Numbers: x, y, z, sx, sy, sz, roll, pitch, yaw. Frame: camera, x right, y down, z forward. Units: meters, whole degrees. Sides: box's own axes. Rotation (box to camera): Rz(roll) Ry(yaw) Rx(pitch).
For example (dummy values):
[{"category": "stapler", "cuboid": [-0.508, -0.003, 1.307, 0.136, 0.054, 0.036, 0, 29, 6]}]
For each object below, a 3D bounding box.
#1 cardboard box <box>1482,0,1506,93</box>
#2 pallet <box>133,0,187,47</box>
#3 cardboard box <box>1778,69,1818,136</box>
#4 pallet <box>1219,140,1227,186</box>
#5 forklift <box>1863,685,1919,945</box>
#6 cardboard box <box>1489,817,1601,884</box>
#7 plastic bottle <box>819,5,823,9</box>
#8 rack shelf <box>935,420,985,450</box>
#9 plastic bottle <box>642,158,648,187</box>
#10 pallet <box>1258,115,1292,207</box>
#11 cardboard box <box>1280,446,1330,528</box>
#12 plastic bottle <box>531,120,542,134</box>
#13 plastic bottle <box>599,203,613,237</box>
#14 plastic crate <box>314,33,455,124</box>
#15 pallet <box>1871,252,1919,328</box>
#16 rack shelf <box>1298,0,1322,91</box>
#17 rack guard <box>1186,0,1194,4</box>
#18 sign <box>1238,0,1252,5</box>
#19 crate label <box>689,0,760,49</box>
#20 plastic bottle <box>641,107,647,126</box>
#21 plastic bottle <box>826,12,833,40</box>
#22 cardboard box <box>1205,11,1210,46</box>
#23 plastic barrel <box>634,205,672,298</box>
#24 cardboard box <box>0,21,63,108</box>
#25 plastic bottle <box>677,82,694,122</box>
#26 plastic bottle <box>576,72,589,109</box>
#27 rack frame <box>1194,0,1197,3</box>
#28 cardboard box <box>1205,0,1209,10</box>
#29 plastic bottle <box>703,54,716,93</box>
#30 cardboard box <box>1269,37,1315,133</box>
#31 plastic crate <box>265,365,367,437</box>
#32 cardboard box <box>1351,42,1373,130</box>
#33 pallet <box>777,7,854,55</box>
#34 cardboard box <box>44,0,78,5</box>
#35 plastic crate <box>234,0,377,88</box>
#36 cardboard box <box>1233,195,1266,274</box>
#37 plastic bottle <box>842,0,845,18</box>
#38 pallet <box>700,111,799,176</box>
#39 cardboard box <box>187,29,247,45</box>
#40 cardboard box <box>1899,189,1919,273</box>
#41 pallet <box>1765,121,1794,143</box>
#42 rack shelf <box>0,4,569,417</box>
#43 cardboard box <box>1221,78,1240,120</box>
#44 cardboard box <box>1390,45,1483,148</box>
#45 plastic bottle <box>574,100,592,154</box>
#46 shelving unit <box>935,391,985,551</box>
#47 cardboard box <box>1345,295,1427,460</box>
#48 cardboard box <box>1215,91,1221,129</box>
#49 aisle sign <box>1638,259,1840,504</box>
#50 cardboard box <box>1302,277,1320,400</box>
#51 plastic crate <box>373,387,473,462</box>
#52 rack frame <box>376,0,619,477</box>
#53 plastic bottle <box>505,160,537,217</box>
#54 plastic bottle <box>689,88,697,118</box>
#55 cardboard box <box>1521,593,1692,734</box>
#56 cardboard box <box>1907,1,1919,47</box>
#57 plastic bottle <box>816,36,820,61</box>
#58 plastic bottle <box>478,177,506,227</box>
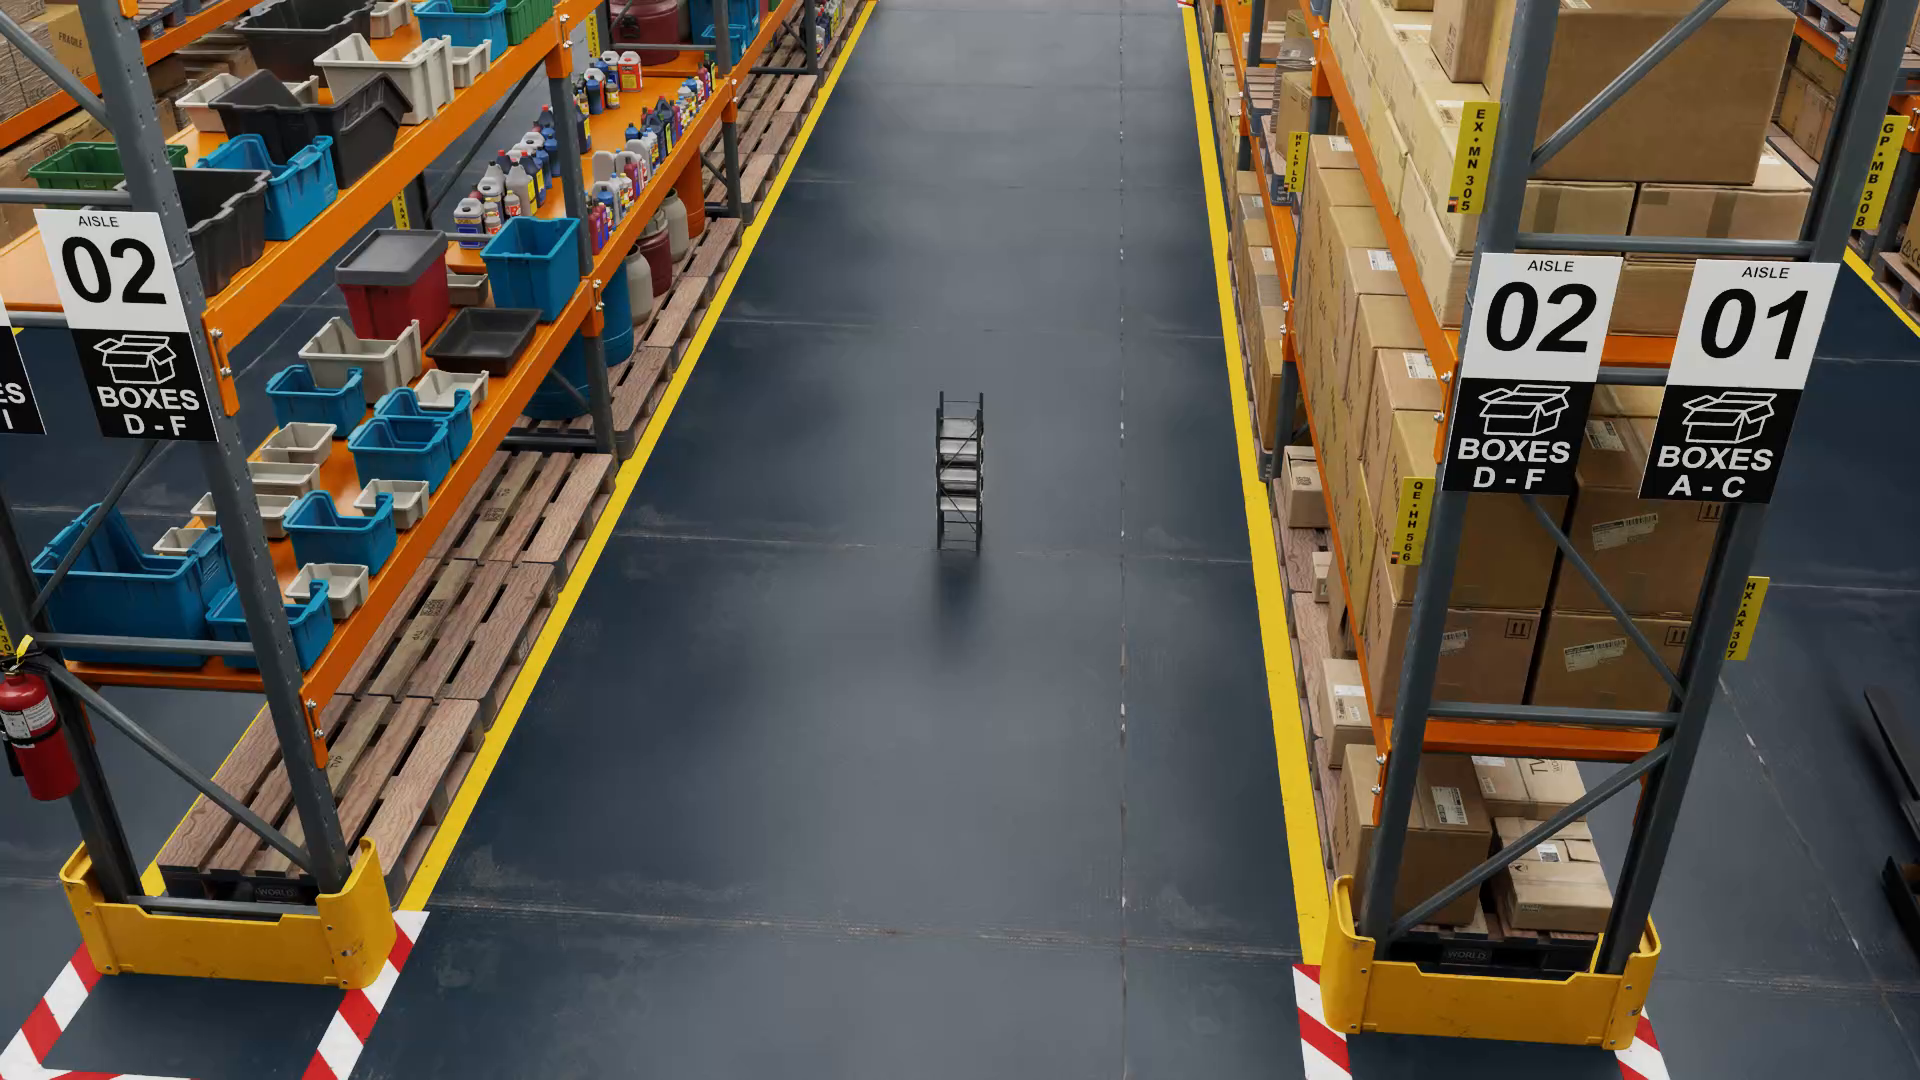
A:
[{"category": "cardboard box", "cuboid": [2.161, -1.669, 5.473, 0.700, 0.500, 0.500, 2, 32, 4]}, {"category": "pallet", "cuboid": [-7.260, -4.301, 13.833, 1.213, 0.211, 1.003, 2, 32, 4]}, {"category": "cardboard box", "cuboid": [7.890, -3.927, 15.007, 0.700, 0.500, 0.500, 2, 32, 3]}, {"category": "pallet", "cuboid": [2.870, -3.458, 14.941, 1.003, 0.211, 1.213, 2, 32, 4]}, {"category": "forklift", "cuboid": [4.451, 0.447, 6.011, 1.130, 2.935, 3.031, 4, 32, 7]}, {"category": "cardboard box", "cuboid": [2.407, 1.287, 6.864, 0.380, 0.166, 0.250, 2, 32, 4]}, {"category": "plastic bottle", "cuboid": [-1.521, -5.786, 18.308, 0.097, 0.201, 0.097, 0, 32, 0]}, {"category": "rack shelf", "cuboid": [-0.001, -0.580, 9.163, 0.258, 0.077, 0.200, 2, 32, 4]}, {"category": "plastic bottle", "cuboid": [-2.071, -2.387, 10.734, 0.097, 0.201, 0.097, 0, 32, 0]}, {"category": "pallet", "cuboid": [2.508, -2.481, 10.881, 1.003, 0.211, 1.213, 2, 32, 4]}, {"category": "cardboard box", "cuboid": [2.086, -0.321, 9.336, 0.500, 0.311, 0.500, 2, 32, 4]}, {"category": "plastic bottle", "cuboid": [-2.817, -2.642, 11.069, 0.061, 0.283, 0.133, 2, 32, 4]}, {"category": "plastic bottle", "cuboid": [-2.143, -1.922, 9.979, 0.097, 0.201, 0.097, 0, 32, 0]}, {"category": "plastic crate", "cuboid": [-2.438, -1.983, 7.143, 0.437, 0.282, 0.530, 2, 32, 4]}, {"category": "pallet", "cuboid": [7.460, -1.774, 12.208, 1.003, 0.211, 1.213, 2, 32, 4]}, {"category": "rack shelf", "cuboid": [2.499, -3.505, 10.186, 1.077, 0.370, 4.000, 2, 32, 4]}, {"category": "rack guard", "cuboid": [3.315, -6.712, 19.945, 1.175, 0.500, 0.348, 2, 32, 4]}, {"category": "sign", "cuboid": [2.108, -4.095, 12.213, 0.100, 0.325, 0.005, 2, 32, 4]}, {"category": "crate label", "cuboid": [-1.924, -4.317, 13.642, 0.502, 0.435, 0.616, 2, 32, 4]}, {"category": "plastic bottle", "cuboid": [-2.134, -2.826, 11.368, 0.061, 0.283, 0.133, 2, 32, 4]}, {"category": "plastic bottle", "cuboid": [-1.400, -5.504, 17.772, 0.061, 0.283, 0.133, 4, 32, 6]}, {"category": "cardboard box", "cuboid": [2.884, -5.455, 17.743, 0.500, 0.250, 0.500, 2, 32, 4]}, {"category": "plastic barrel", "cuboid": [-2.390, -2.099, 11.975, 0.600, 0.588, 0.708, 2, 32, 4]}, {"category": "cardboard box", "cuboid": [-7.051, -3.519, 12.286, 0.500, 0.500, 0.500, 2, 32, 4]}, {"category": "plastic bottle", "cuboid": [-1.961, -3.125, 11.865, 0.097, 0.271, 0.097, 0, 32, 0]}, {"category": "plastic bottle", "cuboid": [-2.726, -3.222, 12.010, 0.061, 0.283, 0.133, 2, 32, 4]}, {"category": "rack frame", "cuboid": [3.313, -7.763, 19.269, 1.000, 3.000, 0.127, 2, 32, 4]}, {"category": "cardboard box", "cuboid": [2.923, -6.036, 17.971, 0.500, 0.500, 0.500, 2, 32, 4]}, {"category": "plastic bottle", "cuboid": [-1.883, -3.514, 12.485, 0.061, 0.283, 0.133, 2, 32, 4]}, {"category": "cardboard box", "cuboid": [2.458, -2.997, 11.039, 0.700, 0.500, 0.500, 8, 33, 13]}, {"category": "plastic crate", "cuboid": [-3.015, -0.650, 7.828, 0.416, 0.233, 0.300, 2, 32, 4]}, {"category": "cardboard box", "cuboid": [1.963, -1.935, 7.096, 0.500, 0.250, 0.500, 2, 32, 4]}, {"category": "pallet", "cuboid": [-1.756, -5.687, 18.558, 1.003, 0.211, 1.213, 2, 32, 4]}, {"category": "cardboard box", "cuboid": [-7.207, -4.511, 13.495, 0.500, 0.500, 0.500, -1, 32, -2]}, {"category": "plastic crate", "cuboid": [-2.975, -2.286, 7.646, 0.497, 0.269, 0.590, 2, 32, 4]}, {"category": "cardboard box", "cuboid": [2.303, -2.204, 12.210, 0.500, 0.500, 0.500, 1, 32, 2]}, {"category": "plastic bottle", "cuboid": [-1.327, -5.967, 18.523, 0.061, 0.283, 0.133, 3, 32, 5]}, {"category": "pallet", "cuboid": [-2.071, -3.646, 15.246, 1.003, 0.211, 1.213, 2, 32, 4]}, {"category": "cardboard box", "cuboid": [-7.015, -4.651, 16.182, 0.700, 0.500, 0.500, 2, 32, 4]}, {"category": "cardboard box", "cuboid": [7.409, -2.255, 11.980, 0.750, 0.750, 0.750, 2, 32, 3]}, {"category": "pallet", "cuboid": [7.863, -3.868, 15.606, 1.003, 0.211, 1.213, 2, 32, 4]}, {"category": "rack shelf", "cuboid": [-2.763, -1.627, 7.138, 1.077, 0.370, 4.000, 2, 32, 4]}, {"category": "cardboard box", "cuboid": [2.582, -3.909, 14.701, 0.500, 0.311, 0.500, 3, 32, 5]}, {"category": "cardboard box", "cuboid": [1.883, -1.625, 6.116, 0.500, 0.250, 0.500, 2, 32, 4]}, {"category": "plastic bottle", "cuboid": [-2.600, -2.816, 11.287, 0.144, 0.351, 0.185, 2, 32, 4]}, {"category": "shelving unit", "cuboid": [-0.001, -0.379, 9.287, 0.258, 0.900, 0.210, 2, 32, 4]}, {"category": "cardboard box", "cuboid": [1.850, -0.645, 6.670, 0.500, 0.500, 0.500, 3, 32, 5]}, {"category": "cardboard box", "cuboid": [2.625, -3.942, 15.288, 0.500, 0.250, 0.500, 2, 32, 2]}, {"category": "aisle sign", "cuboid": [2.298, -0.456, 4.933, 0.394, 0.787, 0.004, 2, 32, 4]}, {"category": "cardboard box", "cuboid": [1.984, -1.009, 8.212, 0.500, 0.500, 0.500, 3, 32, 5]}, {"category": "plastic crate", "cuboid": [-2.446, -0.525, 7.626, 0.416, 0.233, 0.300, 2, 32, 4]}, {"category": "rack frame", "cuboid": [-2.601, -1.702, 9.433, 1.000, 3.000, 0.127, 2, 32, 4]}, {"category": "plastic bottle", "cuboid": [-2.708, -2.170, 10.239, 0.144, 0.351, 0.185, 2, 32, 4]}, {"category": "plastic bottle", "cuboid": [-1.953, -3.147, 11.966, 0.097, 0.201, 0.097, 0, 32, 0]}, {"category": "cardboard box", "cuboid": [2.309, 0.340, 6.025, 0.500, 0.500, 0.500, 3, 32, 5]}, {"category": "cardboard box", "cuboid": [7.646, -4.140, 12.875, 0.700, 0.500, 0.500, 0, 32, -1]}, {"category": "plastic bottle", "cuboid": [-1.486, -5.059, 17.062, 0.097, 0.271, 0.097, 0, 32, 0]}, {"category": "plastic bottle", "cuboid": [-2.861, -2.060, 10.133, 0.152, 0.276, 0.135, 2, 32, 4]}]
